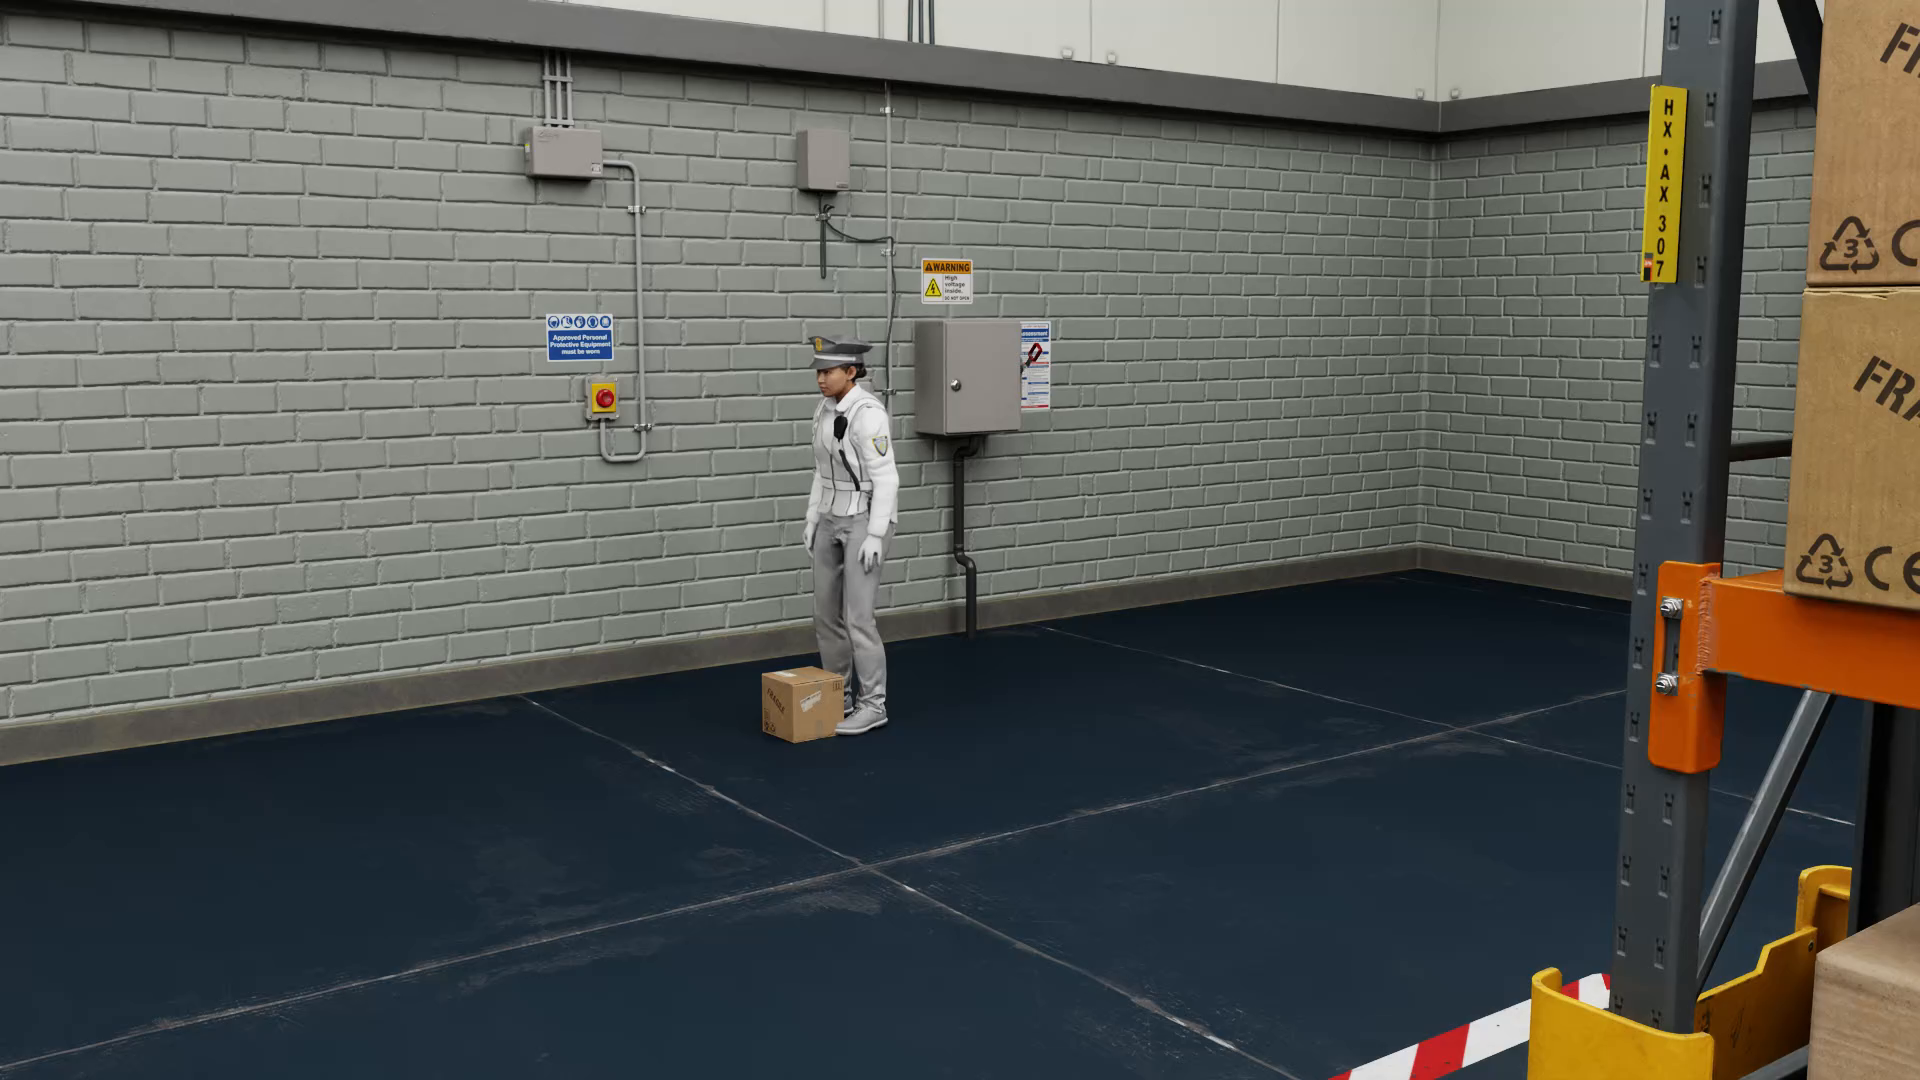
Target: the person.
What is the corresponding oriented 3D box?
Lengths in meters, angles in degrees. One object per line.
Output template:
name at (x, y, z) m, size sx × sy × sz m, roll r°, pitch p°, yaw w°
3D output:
person at (-0.471, -0.033, 7.031) m, size 0.371 × 1.663 × 0.531 m, roll -6°, pitch 10°, yaw -38°
